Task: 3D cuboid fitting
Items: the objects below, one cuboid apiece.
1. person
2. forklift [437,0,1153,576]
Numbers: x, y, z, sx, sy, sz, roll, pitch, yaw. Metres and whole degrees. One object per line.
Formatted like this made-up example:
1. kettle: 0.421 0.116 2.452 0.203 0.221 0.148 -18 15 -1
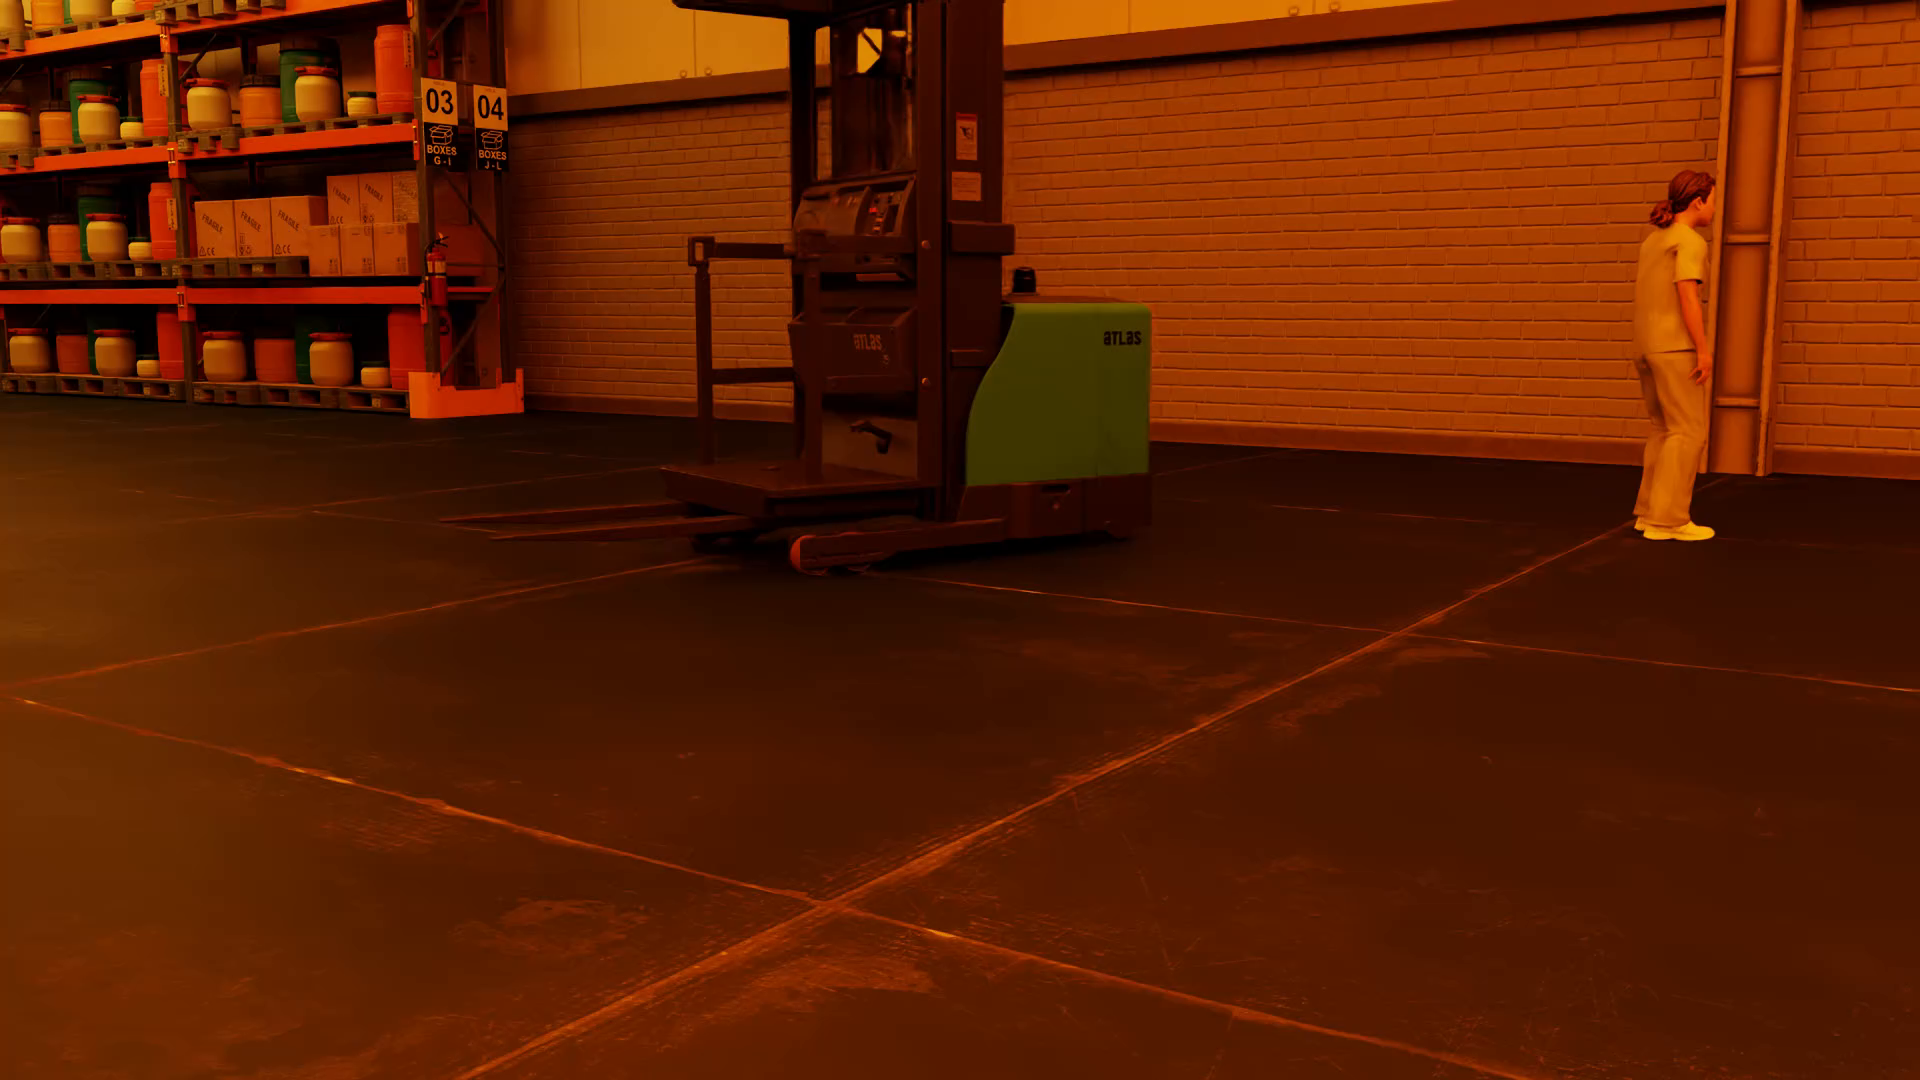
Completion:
1. person: 3.296 -0.839 7.620 0.391 1.673 0.497 0 8 -1
2. forklift: -0.632 -1.392 6.979 3.031 2.935 1.130 -5 10 -33
